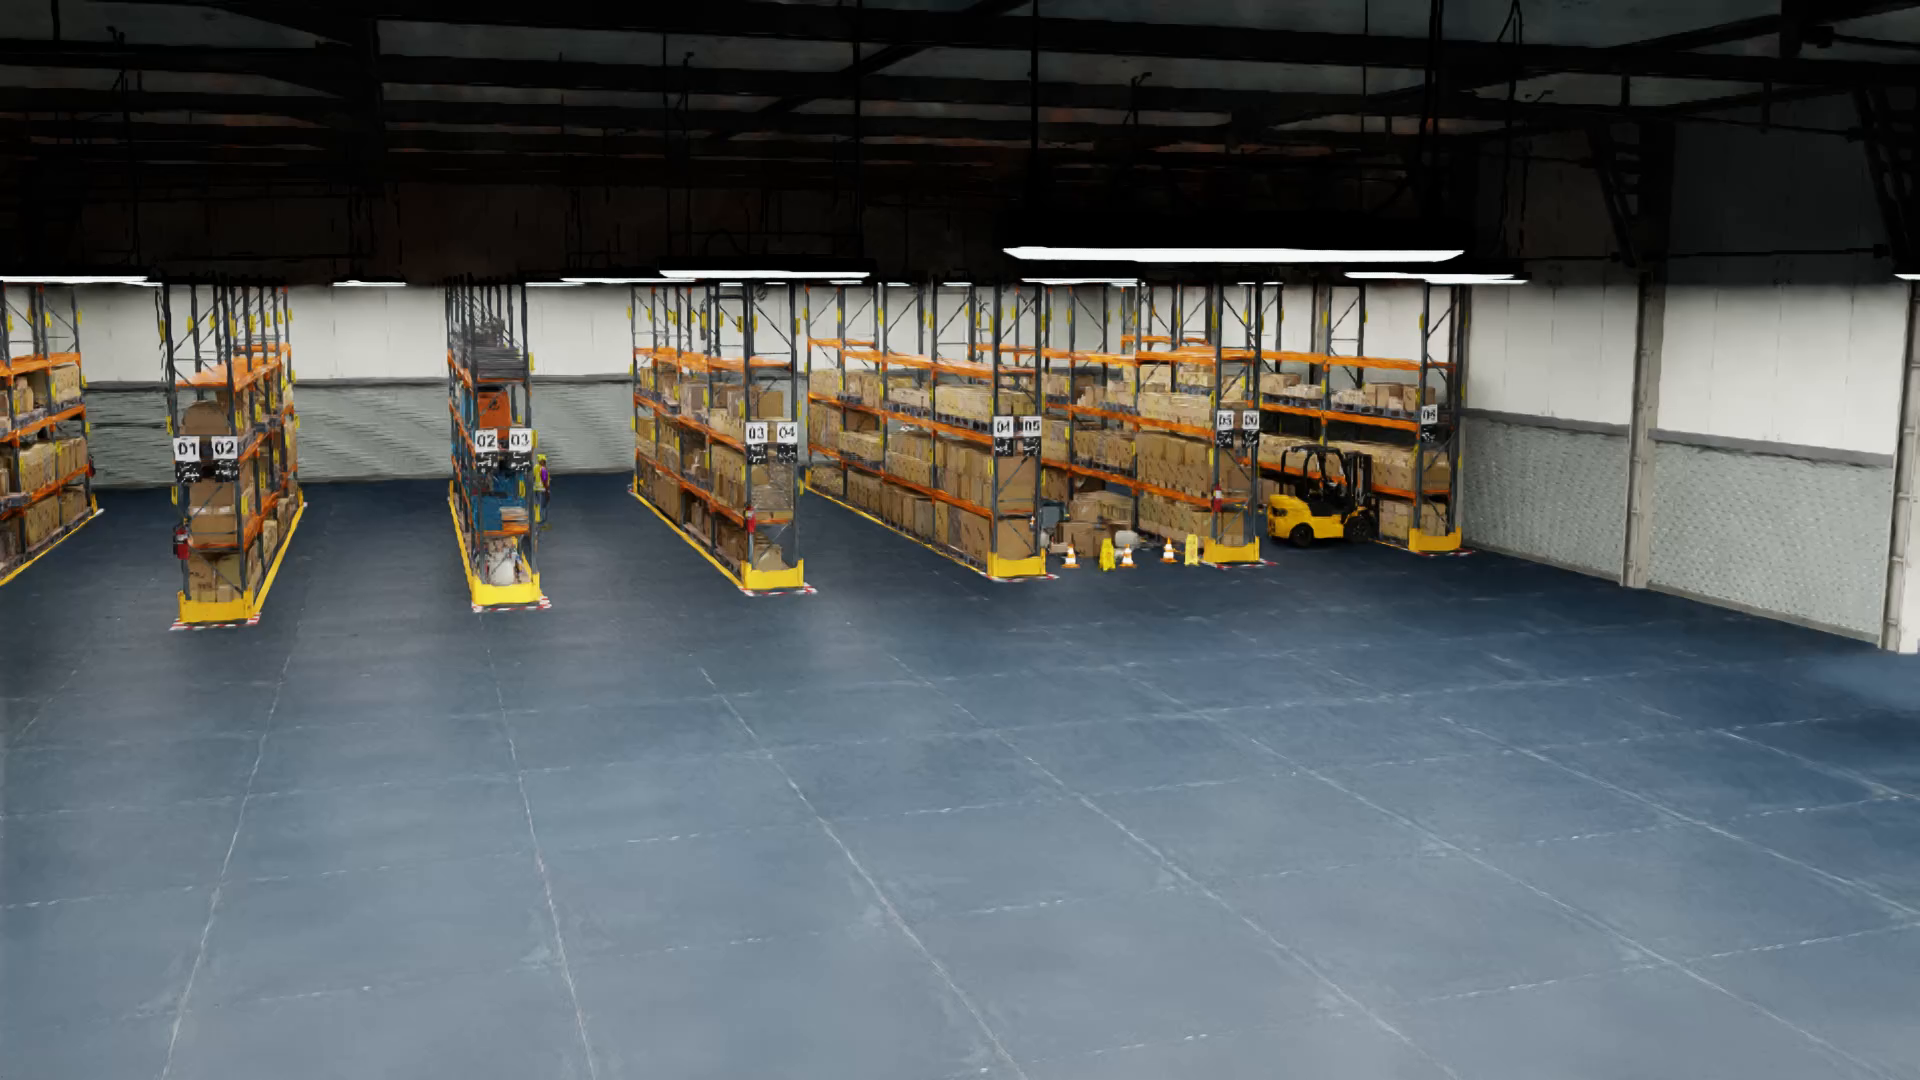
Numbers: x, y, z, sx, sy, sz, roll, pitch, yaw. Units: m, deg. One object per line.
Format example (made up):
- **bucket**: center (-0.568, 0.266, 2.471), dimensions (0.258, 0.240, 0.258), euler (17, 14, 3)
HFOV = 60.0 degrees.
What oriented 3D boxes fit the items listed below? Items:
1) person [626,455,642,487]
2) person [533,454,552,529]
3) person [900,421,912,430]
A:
- **person**: center (-9.196, -2.366, 47.960), dimensions (0.650, 1.704, 0.685), euler (7, 11, 40)
- **person**: center (-9.974, -1.178, 39.883), dimensions (0.464, 1.772, 0.645), euler (-7, 11, -37)
- **person**: center (-1.661, -3.007, 52.499), dimensions (0.568, 1.713, 0.504), euler (6, 10, 33)
